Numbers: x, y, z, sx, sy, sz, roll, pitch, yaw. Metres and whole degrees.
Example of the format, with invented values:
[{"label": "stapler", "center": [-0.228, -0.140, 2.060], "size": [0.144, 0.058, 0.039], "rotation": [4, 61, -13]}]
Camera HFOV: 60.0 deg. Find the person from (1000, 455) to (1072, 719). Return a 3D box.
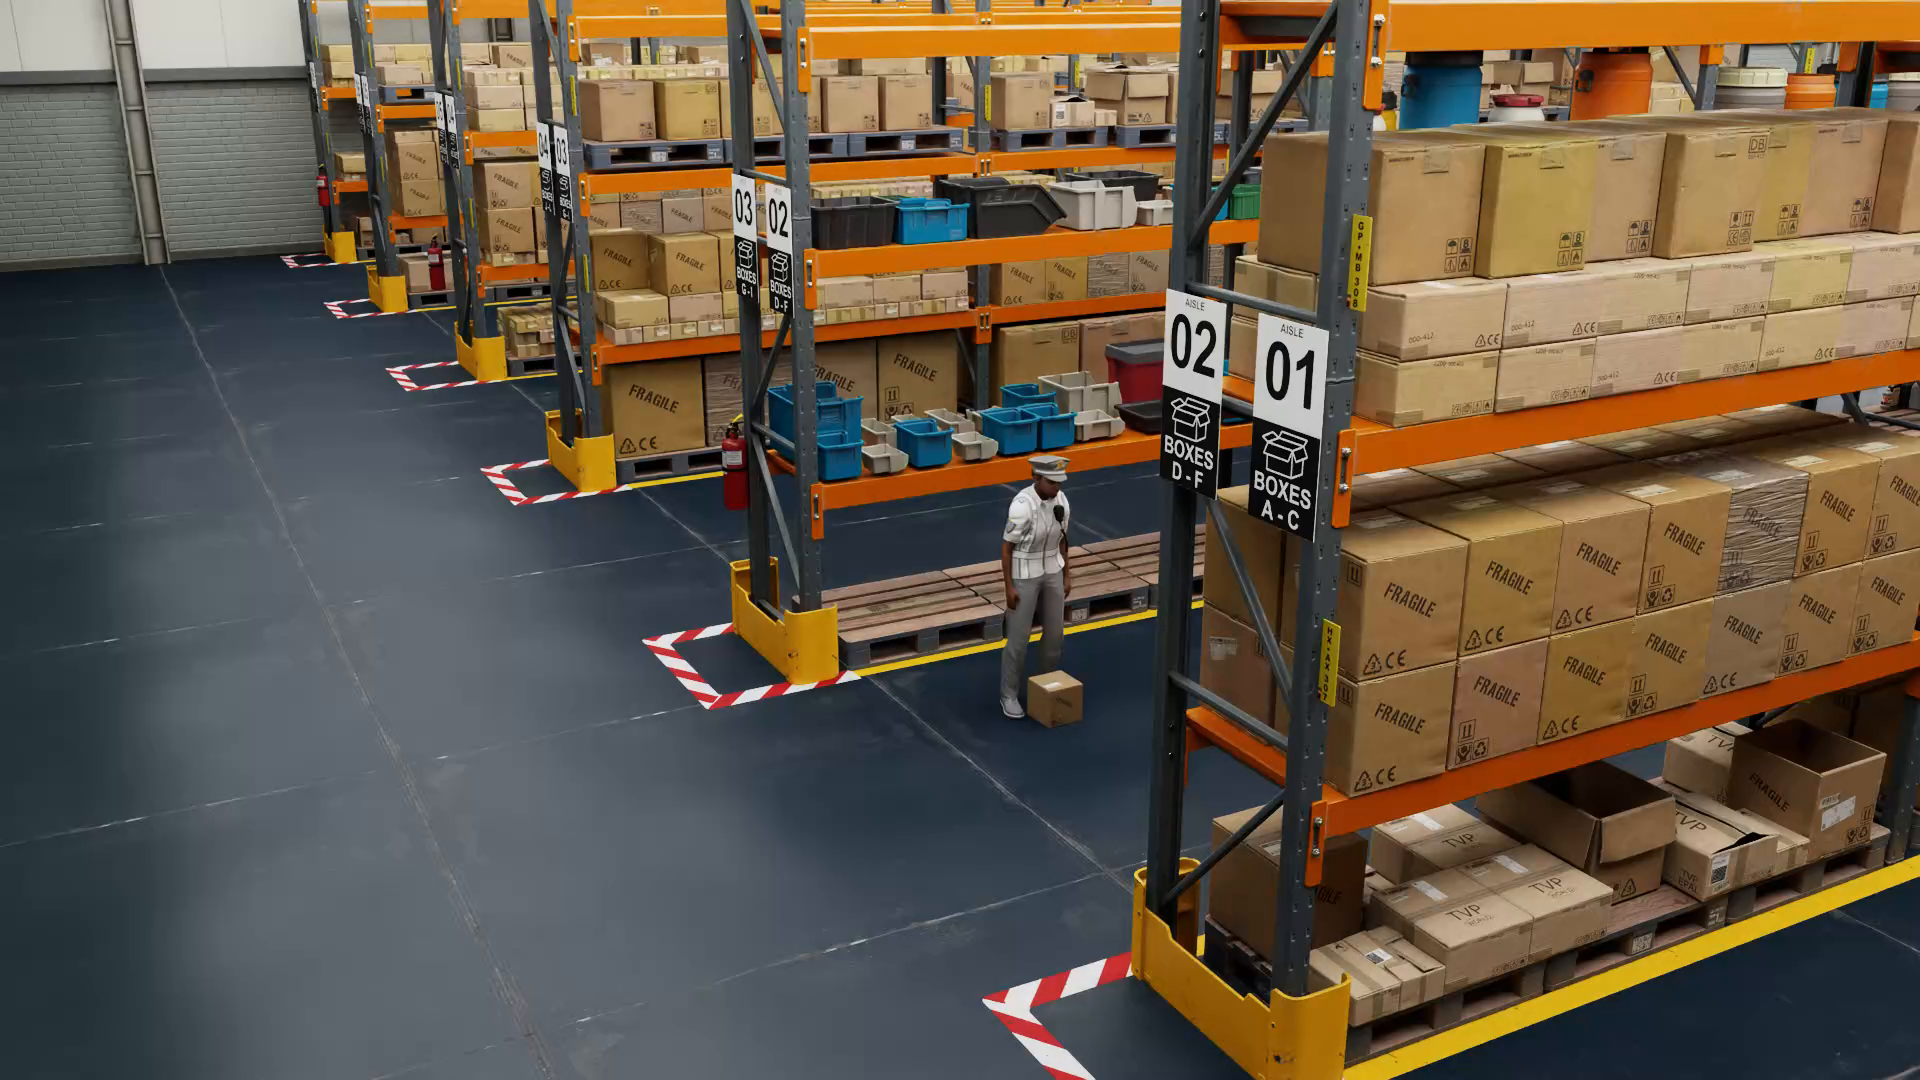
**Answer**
[{"label": "person", "center": [0.472, 0.262, 10.369], "size": [0.525, 1.658, 0.395], "rotation": [-11, 21, -30]}]
